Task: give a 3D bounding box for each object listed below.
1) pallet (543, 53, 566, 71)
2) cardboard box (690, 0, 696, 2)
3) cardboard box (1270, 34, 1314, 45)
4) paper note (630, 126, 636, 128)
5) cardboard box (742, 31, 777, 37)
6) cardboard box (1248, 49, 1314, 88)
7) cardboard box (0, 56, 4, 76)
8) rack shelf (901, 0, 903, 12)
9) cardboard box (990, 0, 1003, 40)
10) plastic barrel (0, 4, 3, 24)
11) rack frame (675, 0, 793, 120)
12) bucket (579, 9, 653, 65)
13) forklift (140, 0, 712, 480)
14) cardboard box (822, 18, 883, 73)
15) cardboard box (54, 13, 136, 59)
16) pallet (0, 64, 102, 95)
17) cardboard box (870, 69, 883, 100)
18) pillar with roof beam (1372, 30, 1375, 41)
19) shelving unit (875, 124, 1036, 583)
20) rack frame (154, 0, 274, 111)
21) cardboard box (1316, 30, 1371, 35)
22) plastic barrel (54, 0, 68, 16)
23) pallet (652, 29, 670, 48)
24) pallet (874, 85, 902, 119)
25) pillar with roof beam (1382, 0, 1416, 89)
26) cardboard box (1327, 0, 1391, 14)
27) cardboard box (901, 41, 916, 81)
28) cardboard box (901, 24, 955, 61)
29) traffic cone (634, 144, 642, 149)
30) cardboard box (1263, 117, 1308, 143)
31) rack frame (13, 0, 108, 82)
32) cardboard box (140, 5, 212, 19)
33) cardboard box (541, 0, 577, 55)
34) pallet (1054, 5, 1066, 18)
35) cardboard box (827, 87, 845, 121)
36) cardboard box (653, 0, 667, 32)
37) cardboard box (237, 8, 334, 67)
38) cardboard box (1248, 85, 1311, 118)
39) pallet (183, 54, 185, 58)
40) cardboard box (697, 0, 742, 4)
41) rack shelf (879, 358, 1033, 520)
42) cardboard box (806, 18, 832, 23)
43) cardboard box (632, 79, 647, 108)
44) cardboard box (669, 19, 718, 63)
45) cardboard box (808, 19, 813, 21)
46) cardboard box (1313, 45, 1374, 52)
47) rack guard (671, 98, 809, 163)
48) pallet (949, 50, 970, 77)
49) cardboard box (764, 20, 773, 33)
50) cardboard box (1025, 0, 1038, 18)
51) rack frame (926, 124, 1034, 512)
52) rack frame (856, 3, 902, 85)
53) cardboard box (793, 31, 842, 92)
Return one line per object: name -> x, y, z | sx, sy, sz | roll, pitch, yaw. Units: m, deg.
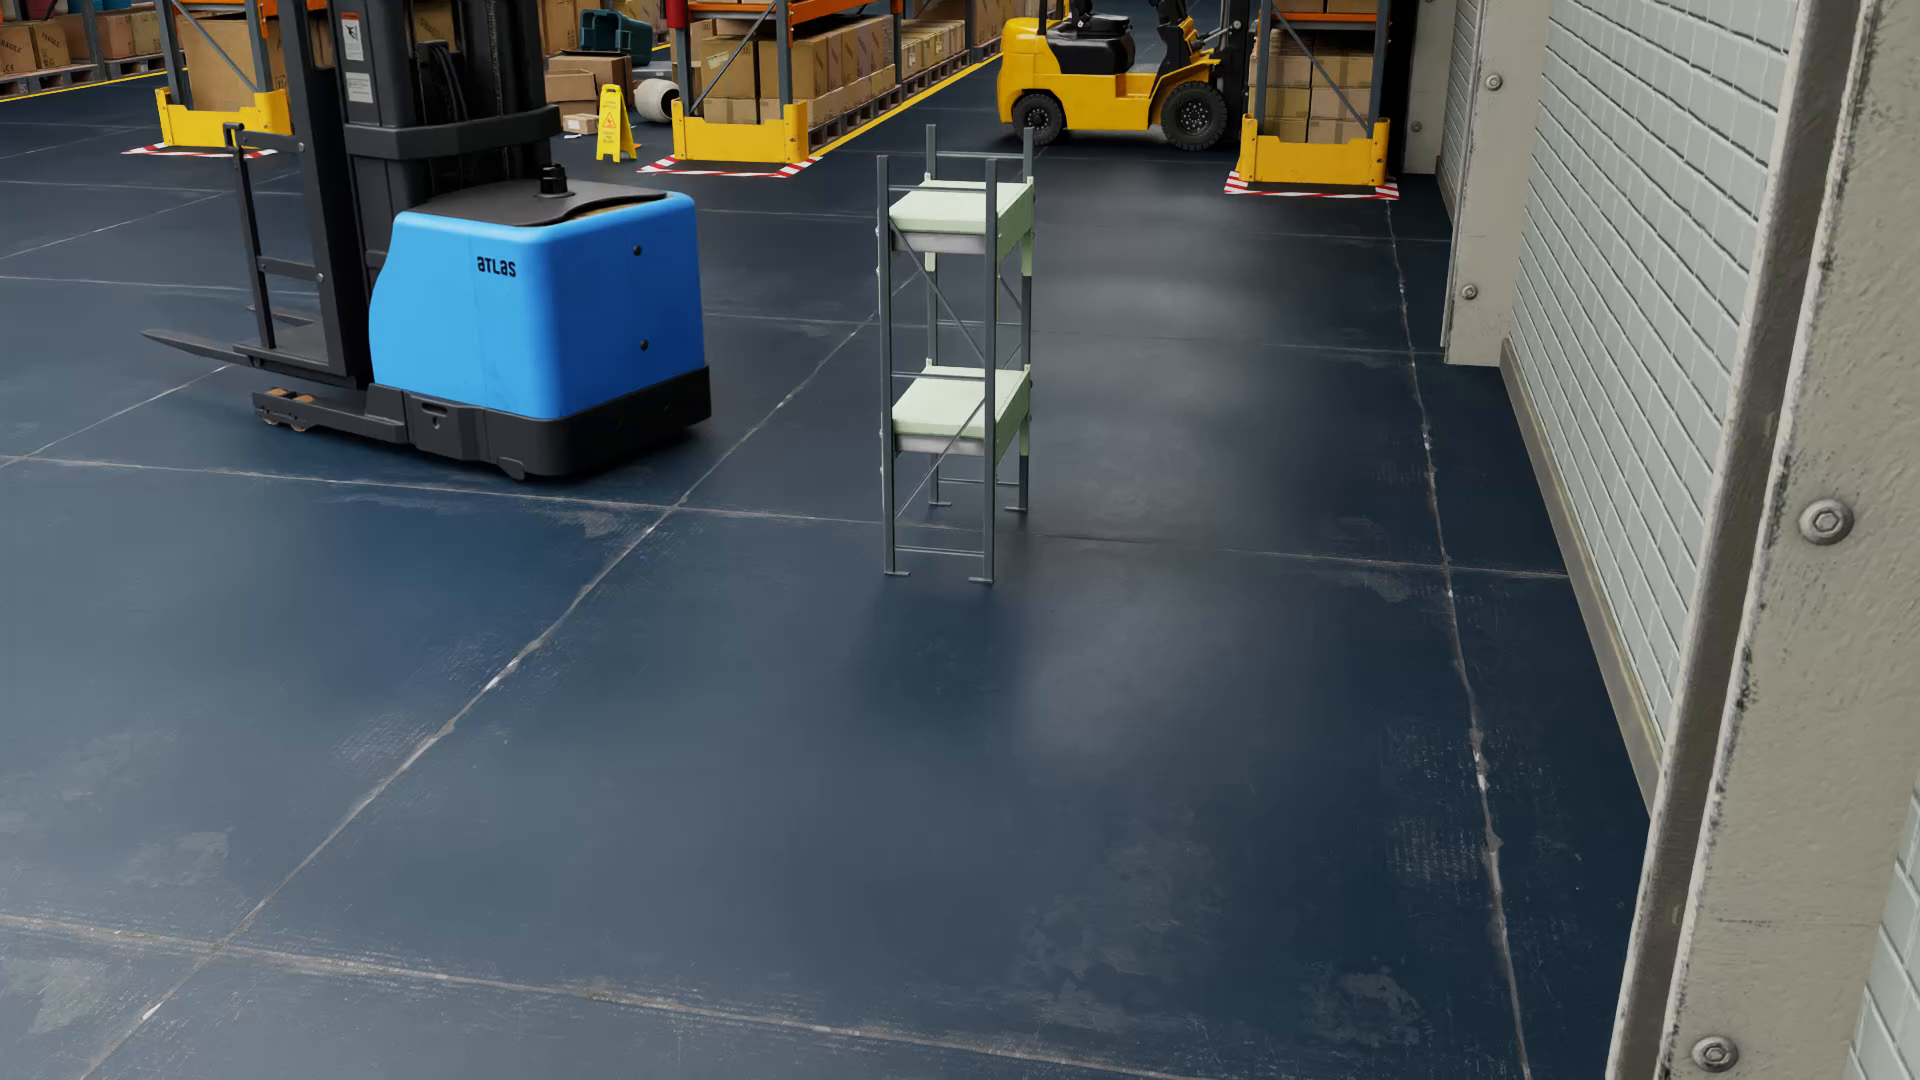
pallet -> -5.674, -5.998, 20.964 | 1.003, 0.211, 1.213 | 4, 22, 11
cardboard box -> -4.276, -8.227, 25.550 | 0.500, 0.500, 0.500 | 4, 22, 10
cardboard box -> 2.997, -4.508, 15.312 | 0.500, 0.250, 0.500 | 4, 22, 10
paper note -> -3.252, -4.116, 16.559 | 0.032, 0.001, 0.123 | 4, 22, 11
cardboard box -> -1.942, -4.524, 15.686 | 0.500, 0.500, 0.500 | 5, 23, 13
cardboard box -> 2.695, -3.951, 13.929 | 0.500, 0.250, 0.500 | 5, 23, 13
cardboard box -> -11.119, -5.420, 18.580 | 0.500, 0.500, 0.500 | 2, 22, 6
rack shelf -> -0.729, -6.613, 19.722 | 1.077, 0.370, 4.000 | 4, 22, 11
cardboard box -> 0.087, -7.460, 23.143 | 0.875, 0.875, 0.875 | 5, 22, 12
plastic barrel -> -14.788, -8.180, 24.991 | 0.600, 0.830, 0.708 | 4, 22, 11
rack frame -> -1.954, -4.753, 14.139 | 1.000, 3.000, 0.127 | 4, 22, 11
bucket -> -3.775, -5.517, 18.384 | 0.726, 0.611, 0.620 | 13, 15, 29
forklift -> -2.654, -2.003, 7.404 | 3.031, 2.935, 1.130 | 13, 25, 29
cardboard box -> -1.098, -5.060, 17.016 | 0.500, 0.500, 0.500 | 5, 22, 12
cardboard box -> -10.693, -6.238, 20.585 | 0.700, 0.500, 0.500 | 3, 22, 7
pallet -> -10.942, -5.429, 19.551 | 1.003, 0.211, 1.213 | 4, 22, 11
cardboard box -> -1.094, -4.703, 17.133 | 0.500, 0.250, 0.500 | 4, 22, 9
pillar with roof beam -> 2.165, -12.061, 24.256 | 9.100, 9.000, 0.400 | 4, 22, 11
shelving unit -> -0.001, -0.693, 6.067 | 0.431, 1.500, 0.755 | 4, 22, 11
rack frame -> -6.820, -5.093, 14.984 | 1.000, 3.000, 0.127 | 4, 22, 11
cardboard box -> 3.606, -4.656, 15.680 | 0.500, 0.250, 0.500 | 5, 22, 11
plastic barrel -> -14.530, -8.659, 26.606 | 0.421, 0.512, 0.421 | 0, 22, 0
pallet -> -4.776, -7.456, 24.584 | 1.003, 0.211, 1.213 | 4, 22, 11
pallet -> -1.240, -4.674, 17.676 | 1.003, 0.211, 1.213 | 4, 22, 11
pillar with roof beam -> 0.941, -9.867, 18.807 | 9.100, 9.000, 0.400 | 4, 22, 11
cardboard box -> 3.279, -4.582, 13.582 | 0.500, 0.500, 0.500 | 5, 23, 13
cardboard box -> -1.033, -5.383, 18.661 | 0.950, 0.372, 0.625 | 5, 22, 12
cardboard box -> -0.589, -6.178, 20.633 | 0.950, 0.372, 0.625 | 4, 22, 10
traffic cone -> -3.129, -3.831, 15.248 | 0.336, 0.463, 0.334 | 4, 22, 11
cardboard box -> 2.693, -3.491, 14.125 | 0.500, 0.250, 0.500 | 5, 22, 11
rack frame -> -10.839, -6.971, 19.647 | 1.000, 3.000, 0.127 | 4, 22, 11
cardboard box -> -10.350, -6.820, 22.030 | 0.700, 0.500, 0.500 | 6, 23, 15
cardboard box -> -5.575, -6.634, 21.260 | 1.050, 0.750, 0.750 | 5, 22, 12
pallet -> 1.224, -9.012, 28.448 | 1.003, 0.211, 1.213 | 4, 22, 11
cardboard box -> -1.407, -4.132, 15.717 | 0.500, 0.250, 0.500 | 5, 23, 13
cardboard box -> -4.594, -7.666, 24.156 | 0.500, 0.500, 0.500 | 4, 22, 10
cardboard box -> -6.569, -4.877, 16.730 | 0.875, 0.875, 0.875 | 4, 22, 10
cardboard box -> 2.700, -3.729, 14.046 | 0.500, 0.250, 0.500 | 4, 22, 10
pallet -> -10.184, -6.855, 23.091 | 1.003, 0.211, 1.213 | 4, 22, 11
cardboard box -> -2.087, -4.789, 14.566 | 0.380, 0.149, 0.250 | 5, 23, 13
rack shelf -> -0.001, -0.391, 6.189 | 0.431, 0.370, 0.720 | 4, 22, 11
cardboard box -> -1.620, -5.091, 17.093 | 0.500, 0.500, 0.500 | 5, 23, 13
cardboard box -> -3.405, -4.813, 17.949 | 0.258, 0.266, 0.396 | -11, 25, -26
cardboard box -> -2.886, -5.532, 18.407 | 0.500, 0.500, 0.500 | 4, 22, 11
cardboard box -> -1.710, -5.359, 16.891 | 0.380, 0.149, 0.250 | 5, 23, 13
cardboard box -> 3.288, -4.103, 14.306 | 0.500, 0.250, 0.500 | 4, 22, 11
rack guard -> -1.938, -3.621, 14.675 | 1.175, 0.500, 0.348 | 4, 22, 11
pallet -> -0.482, -6.099, 21.215 | 1.003, 0.211, 1.213 | 4, 22, 11
cardboard box -> -1.982, -4.865, 15.664 | 0.380, 0.149, 0.250 | 5, 22, 12
cardboard box -> 0.728, -8.369, 25.986 | 0.875, 0.438, 0.875 | 4, 22, 10
rack frame -> 0.073, -0.827, 6.400 | 0.400, 1.500, 0.023 | 4, 22, 11
rack frame -> -1.138, -6.216, 17.771 | 1.000, 3.000, 0.127 | 4, 22, 11
cardboard box -> -1.412, -4.494, 15.612 | 0.500, 0.500, 0.500 | 4, 22, 9
